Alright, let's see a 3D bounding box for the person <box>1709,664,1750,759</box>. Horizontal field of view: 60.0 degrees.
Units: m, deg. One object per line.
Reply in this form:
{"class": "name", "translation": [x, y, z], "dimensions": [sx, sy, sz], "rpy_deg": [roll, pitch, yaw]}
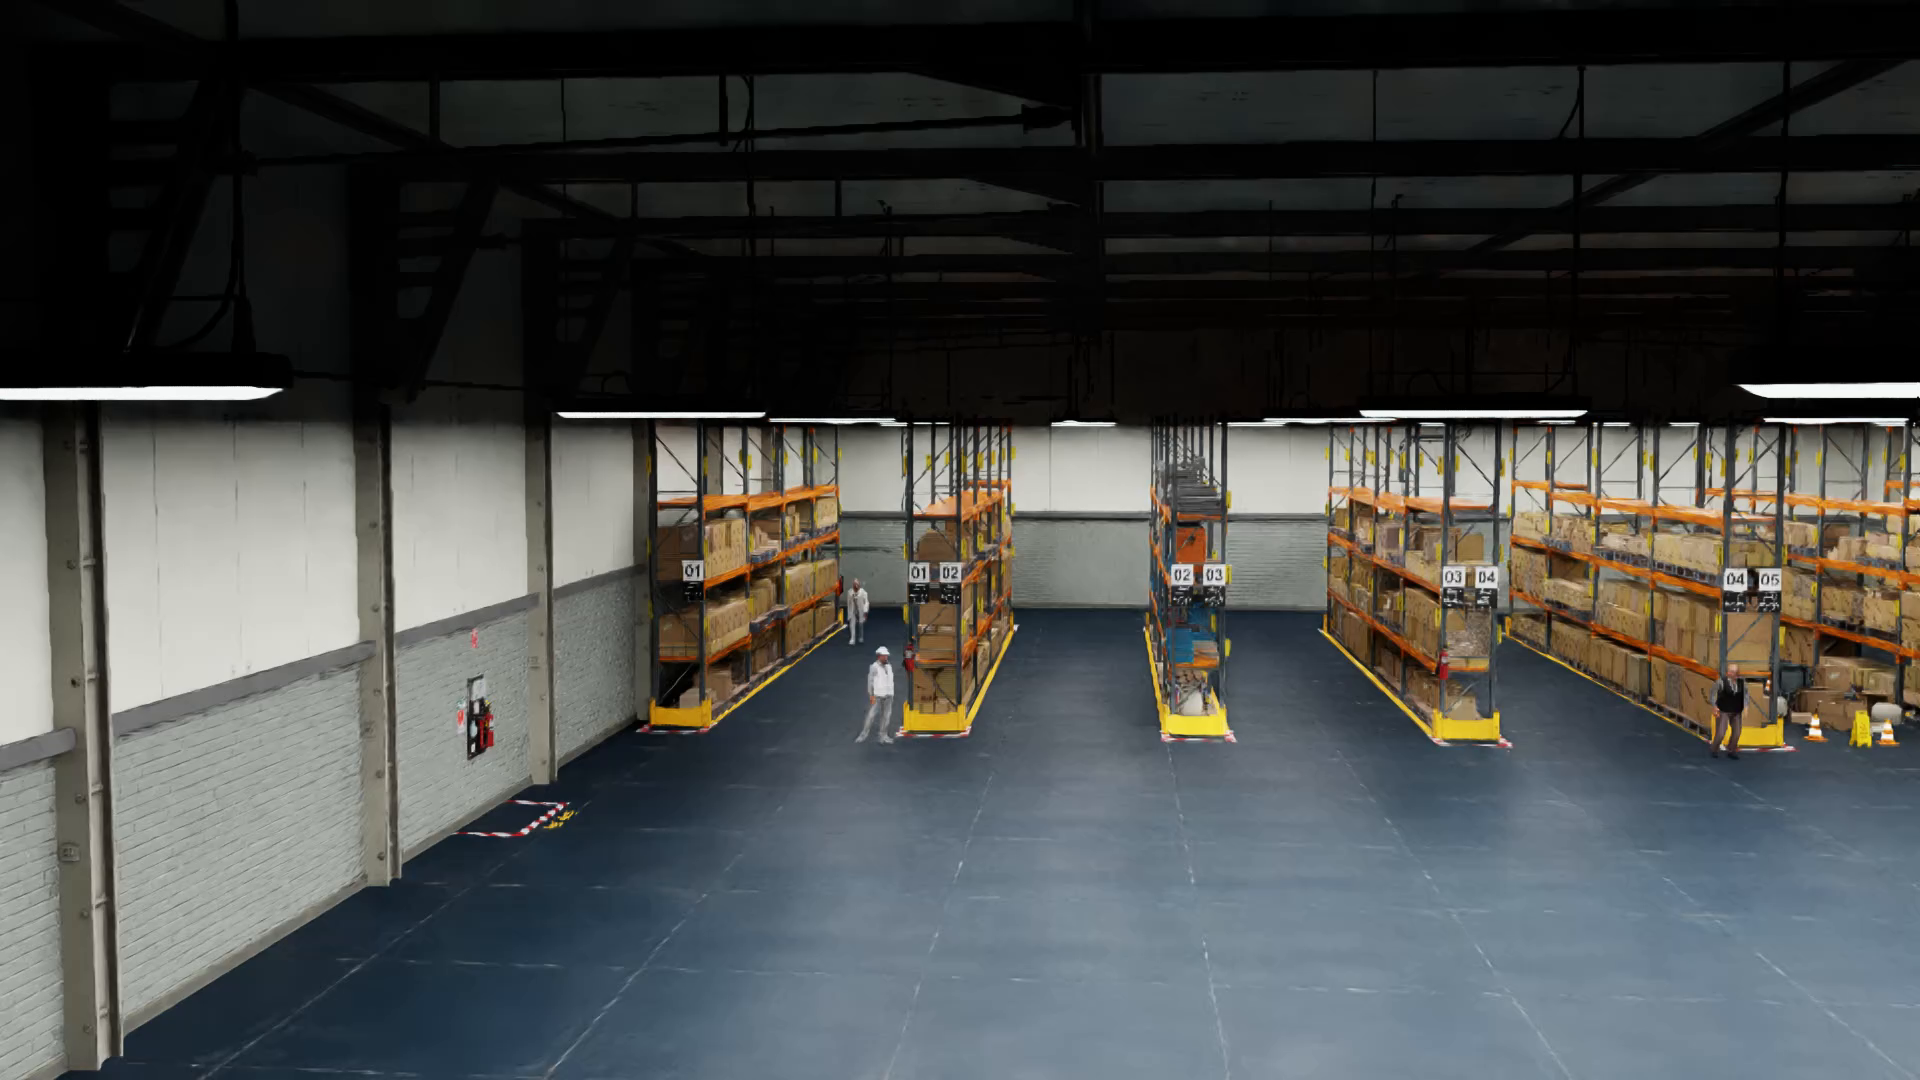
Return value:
{"class": "person", "translation": [13.286, 2.960, 28.735], "dimensions": [0.677, 1.674, 0.534], "rpy_deg": [0, 4, 4]}

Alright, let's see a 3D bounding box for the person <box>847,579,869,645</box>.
{"class": "person", "translation": [-2.713, 1.896, 44.017], "dimensions": [0.604, 1.724, 1.110], "rpy_deg": [0, 4, 4]}

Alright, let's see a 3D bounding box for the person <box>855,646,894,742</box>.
{"class": "person", "translation": [-1.550, 2.808, 30.256], "dimensions": [0.720, 1.767, 0.491], "rpy_deg": [-3, 5, -38]}
